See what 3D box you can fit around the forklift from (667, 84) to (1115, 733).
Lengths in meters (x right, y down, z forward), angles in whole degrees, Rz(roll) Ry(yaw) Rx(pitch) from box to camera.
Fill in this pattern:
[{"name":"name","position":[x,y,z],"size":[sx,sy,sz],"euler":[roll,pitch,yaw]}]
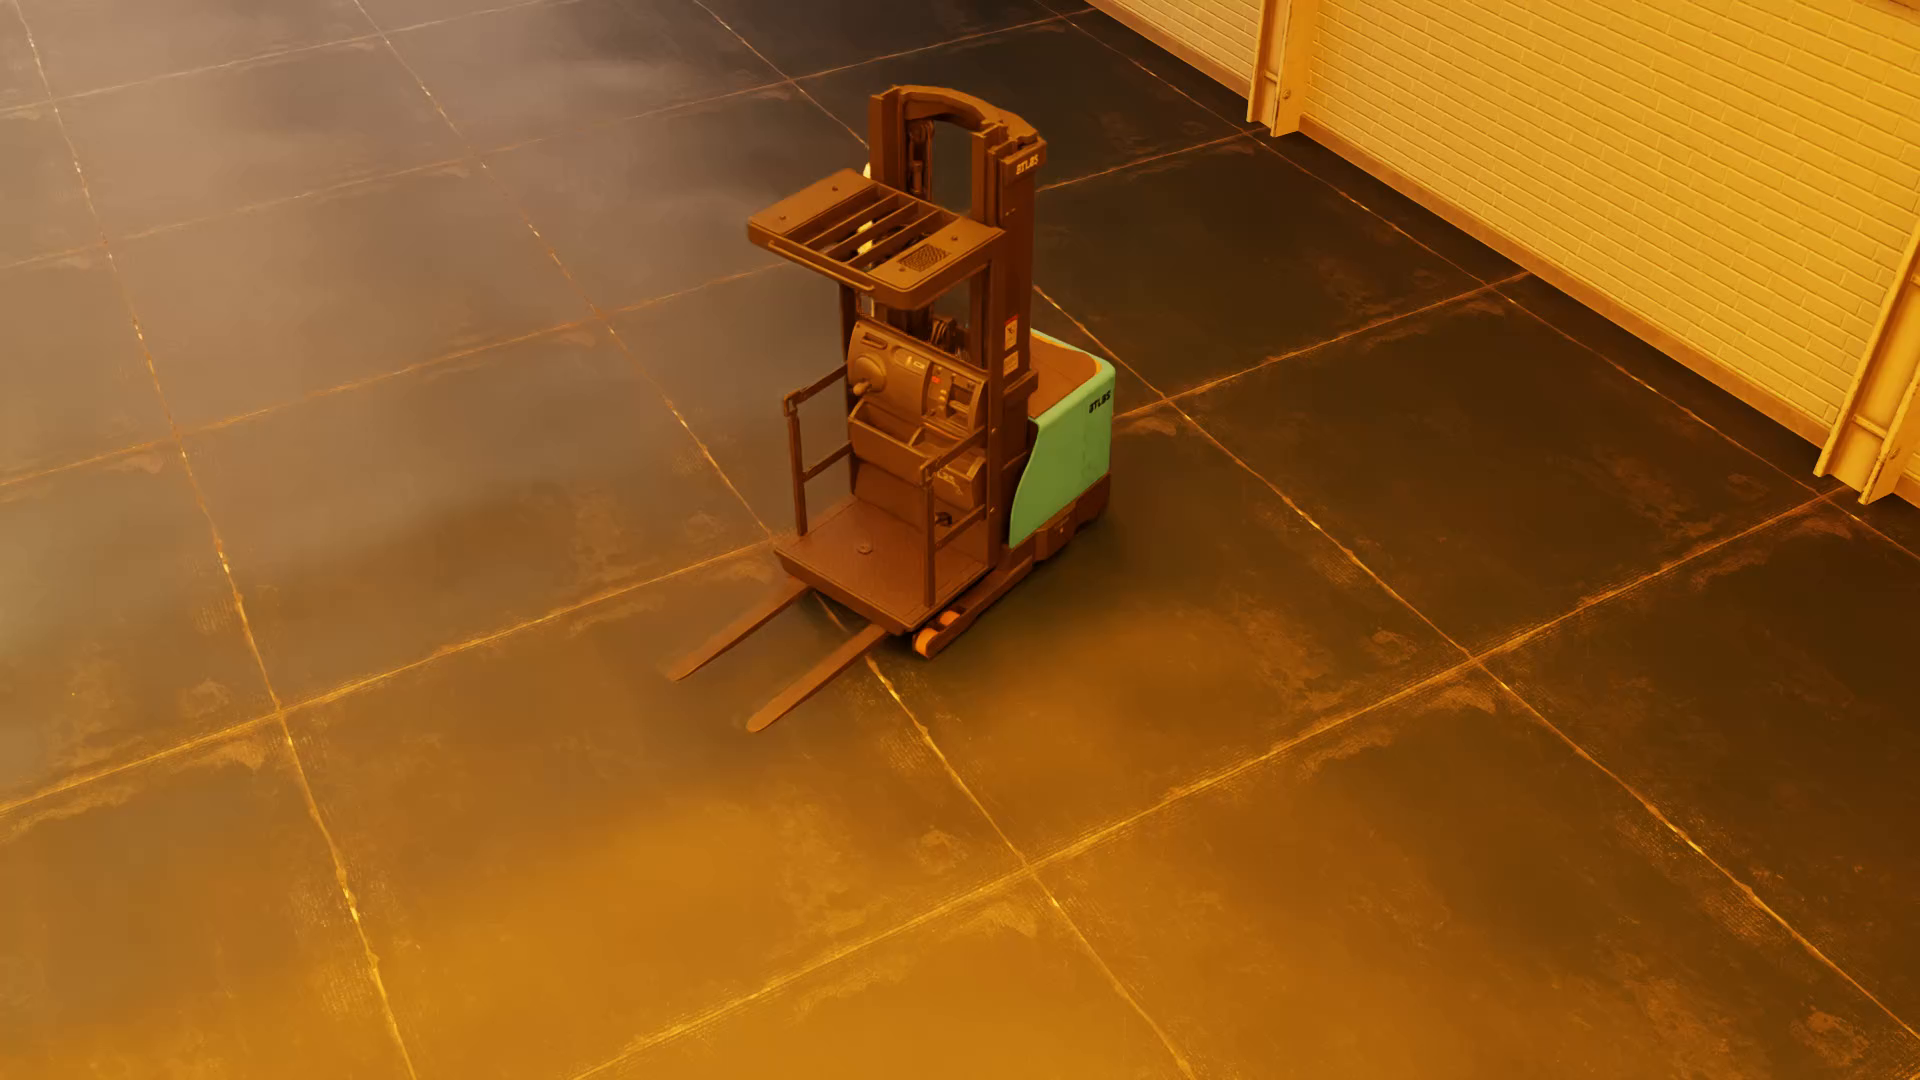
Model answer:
[{"name":"forklift","position":[-0.382,-0.820,9.025],"size":[1.130,2.935,3.031],"euler":[28,47,29]}]

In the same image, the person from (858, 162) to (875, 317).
[{"name":"person","position":[-0.478,-2.052,11.505],"size":[0.470,1.664,0.548],"euler":[-10,41,-12]}]
